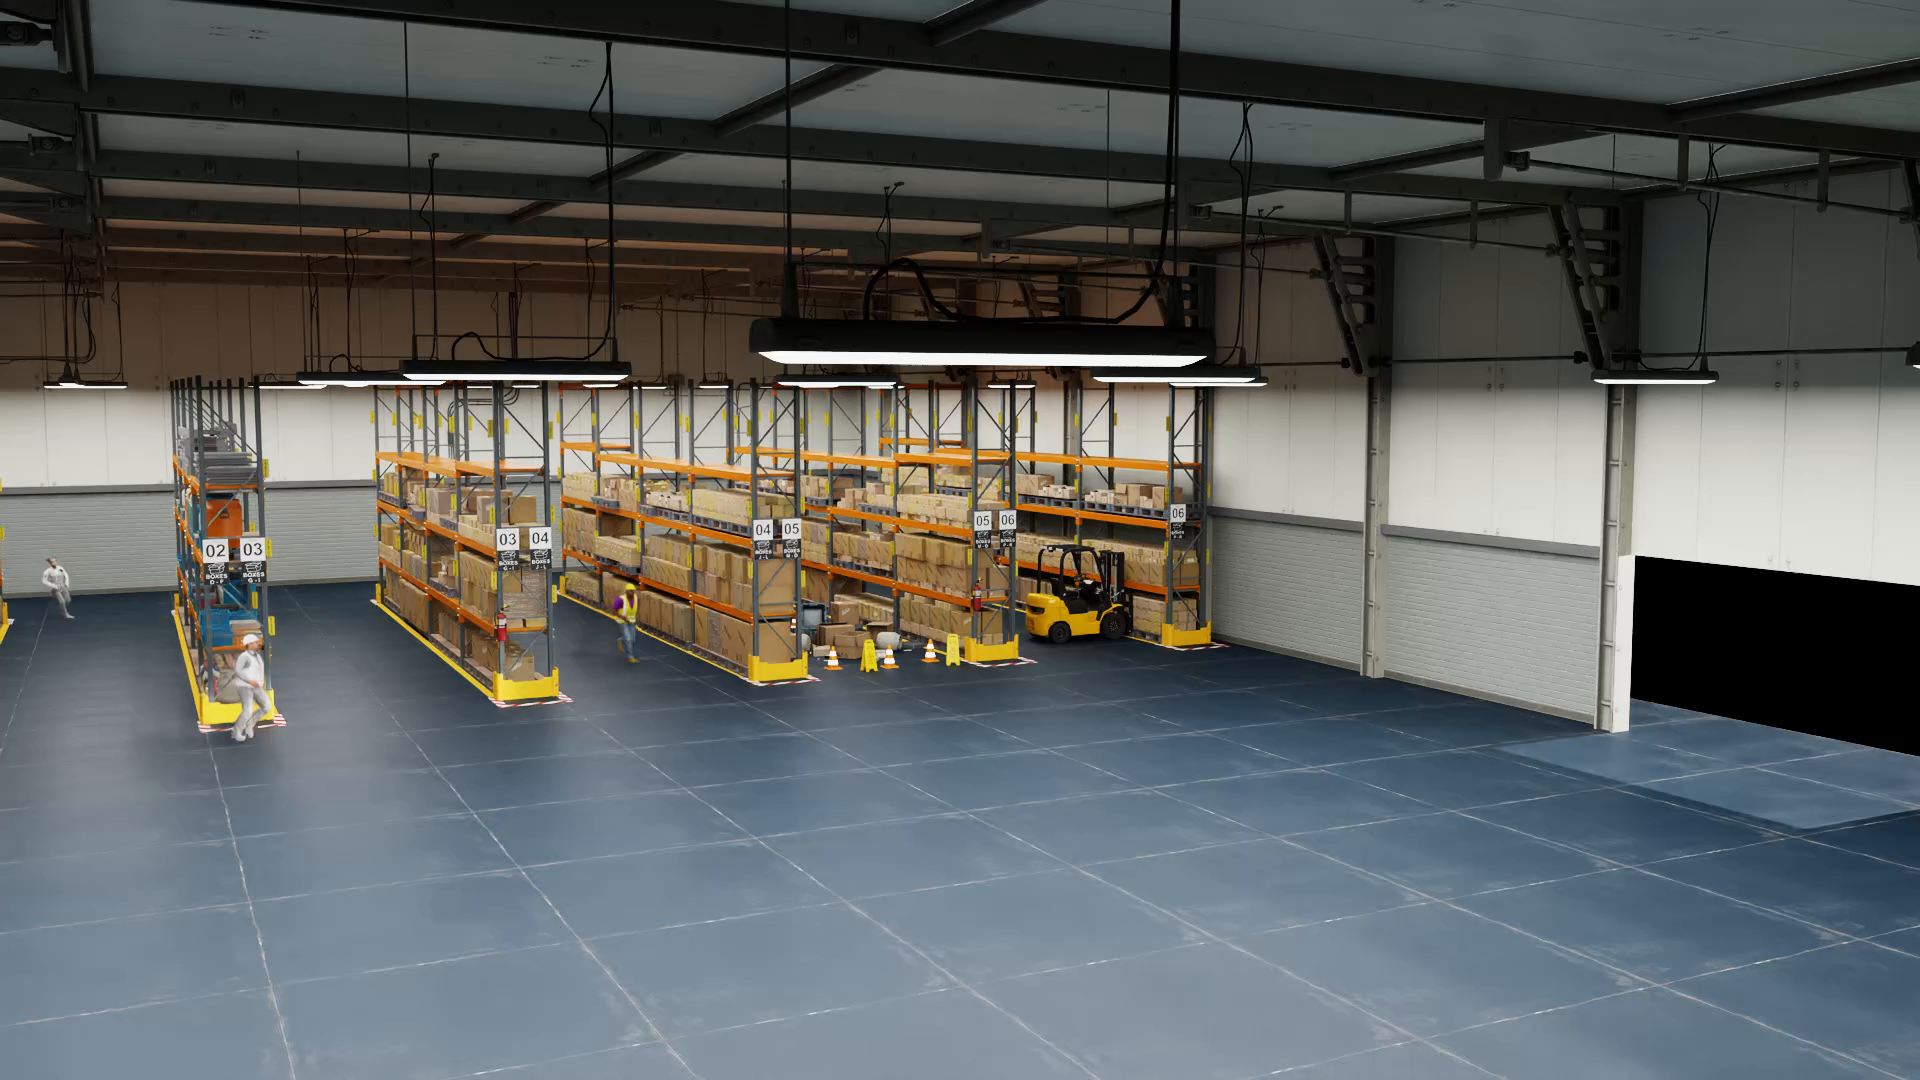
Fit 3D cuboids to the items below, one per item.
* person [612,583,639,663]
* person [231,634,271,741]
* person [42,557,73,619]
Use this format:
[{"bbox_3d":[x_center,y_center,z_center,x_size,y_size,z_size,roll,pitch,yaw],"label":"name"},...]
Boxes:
[{"bbox_3d":[-7.095,1.751,35.254,0.690,1.706,0.775,-4,7,-40],"label":"person"},{"bbox_3d":[-11.689,2.415,27.510,0.578,1.711,0.714,1,5,12],"label":"person"},{"bbox_3d":[-22.747,1.207,41.872,0.520,1.604,0.662,4,6,38],"label":"person"}]
